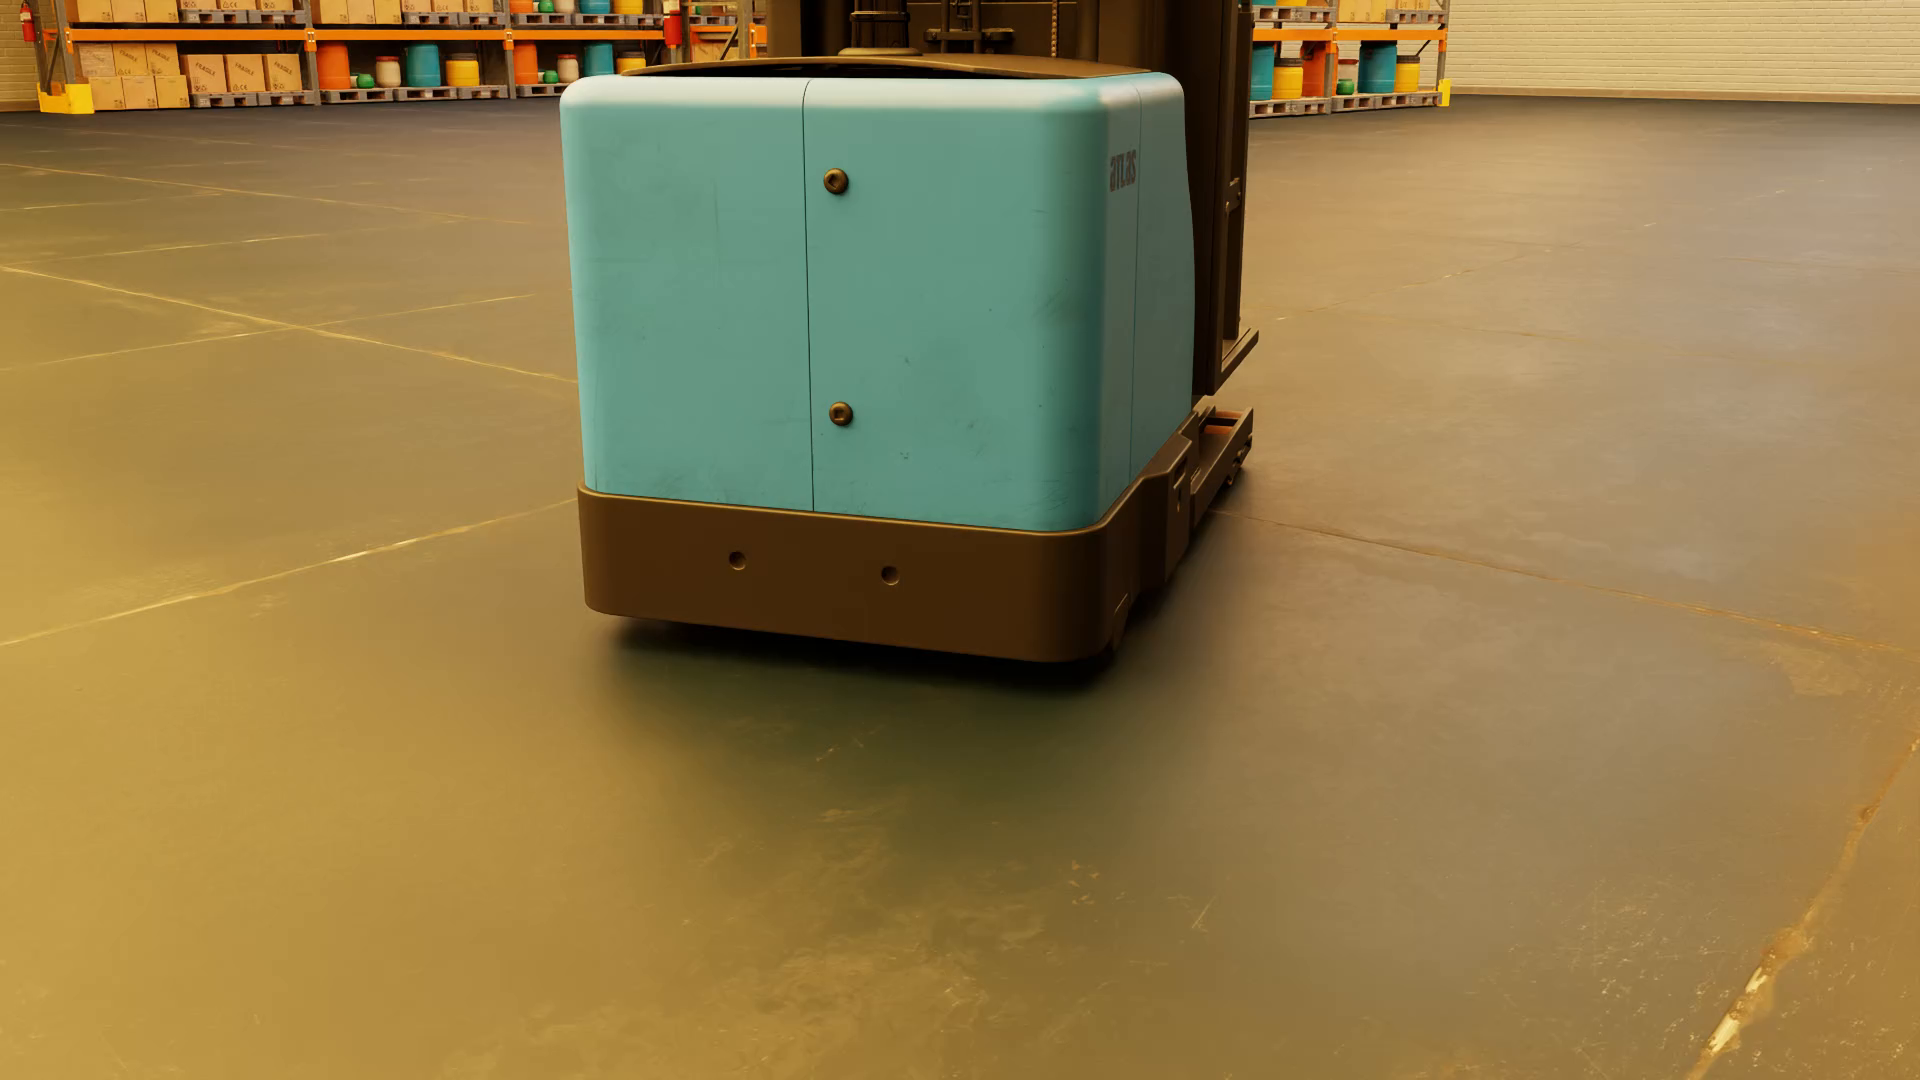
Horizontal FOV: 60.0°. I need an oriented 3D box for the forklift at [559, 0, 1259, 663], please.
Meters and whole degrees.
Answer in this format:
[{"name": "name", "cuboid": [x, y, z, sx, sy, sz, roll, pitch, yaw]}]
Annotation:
[{"name": "forklift", "cuboid": [0.182, -1.571, 4.072, 1.130, 2.935, 3.031, 5, 18, 17]}]
